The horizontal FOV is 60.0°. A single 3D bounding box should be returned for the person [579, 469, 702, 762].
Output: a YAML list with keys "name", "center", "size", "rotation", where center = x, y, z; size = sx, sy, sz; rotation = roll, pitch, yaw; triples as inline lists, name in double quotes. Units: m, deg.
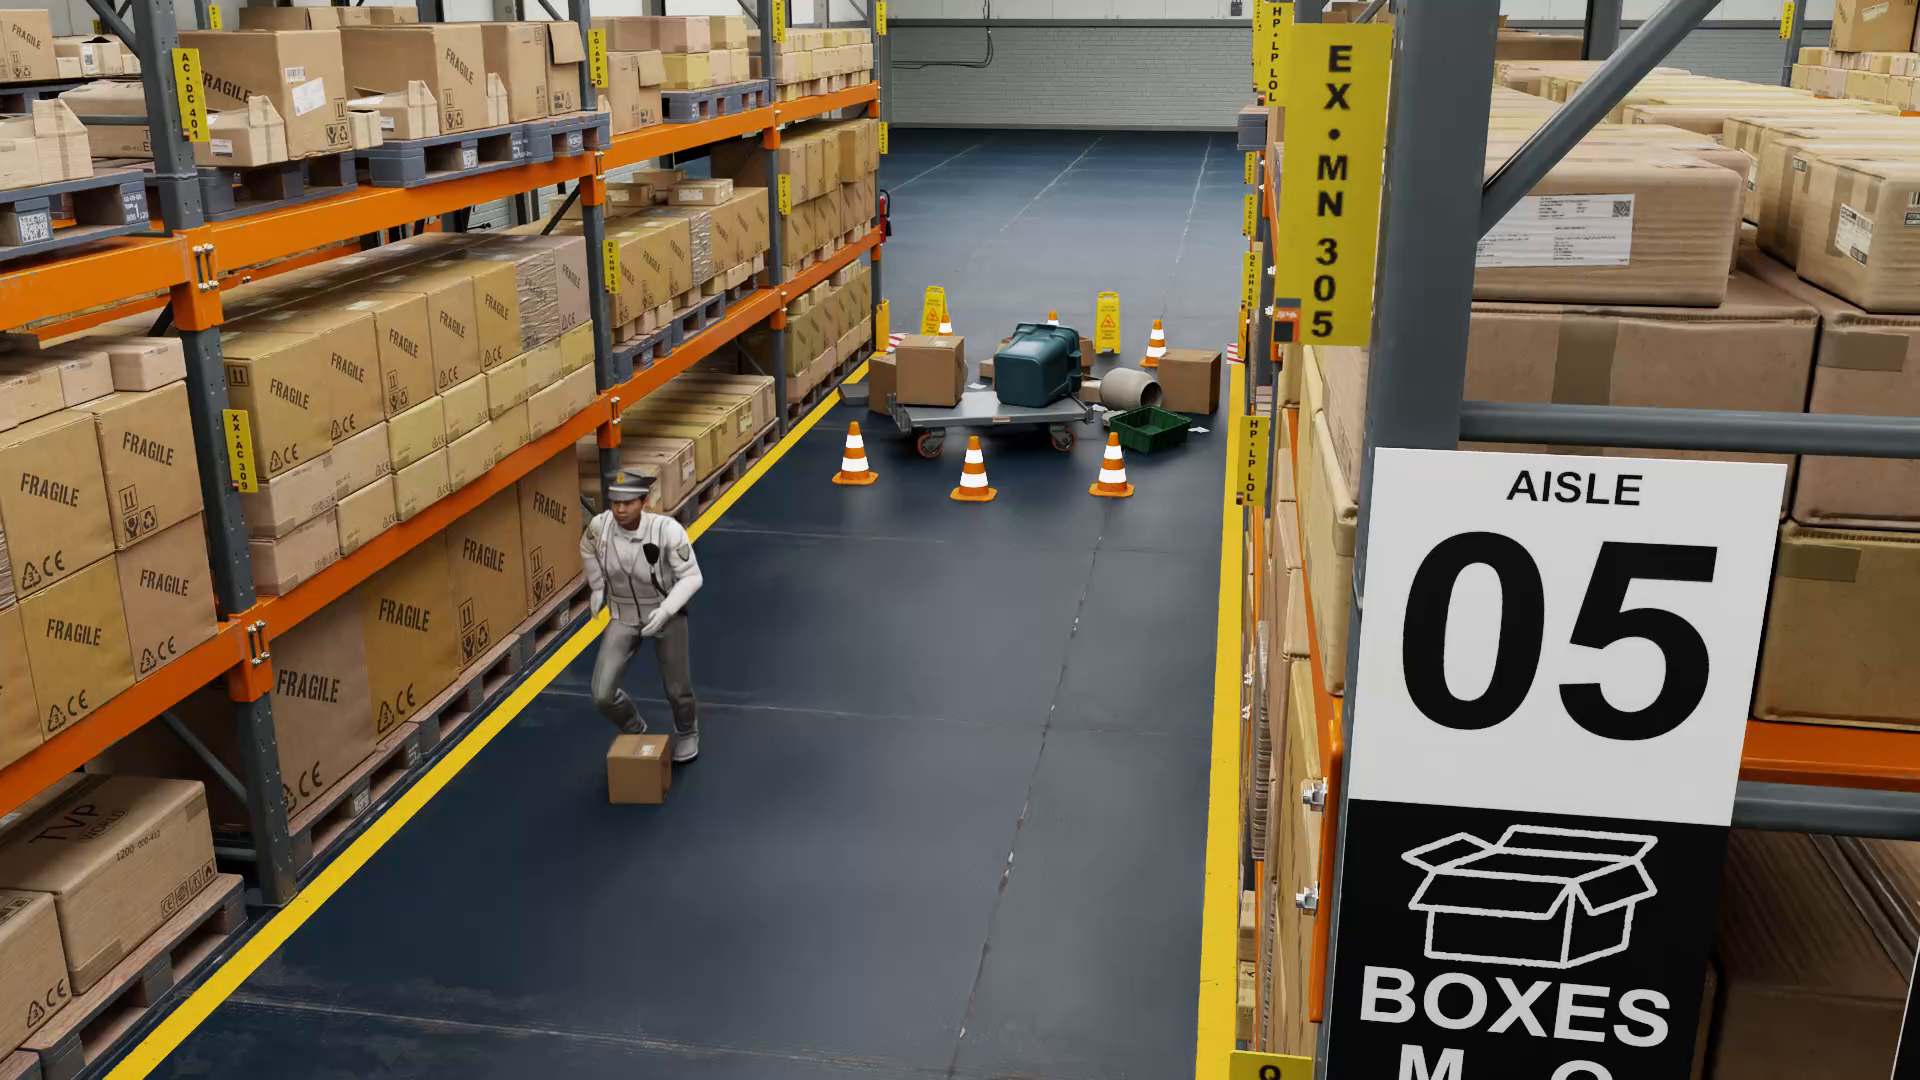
- name: "person"
  center: [-1.525, 0.381, 7.964]
  size: [0.639, 1.602, 0.739]
  rotation: [1, 18, 4]
